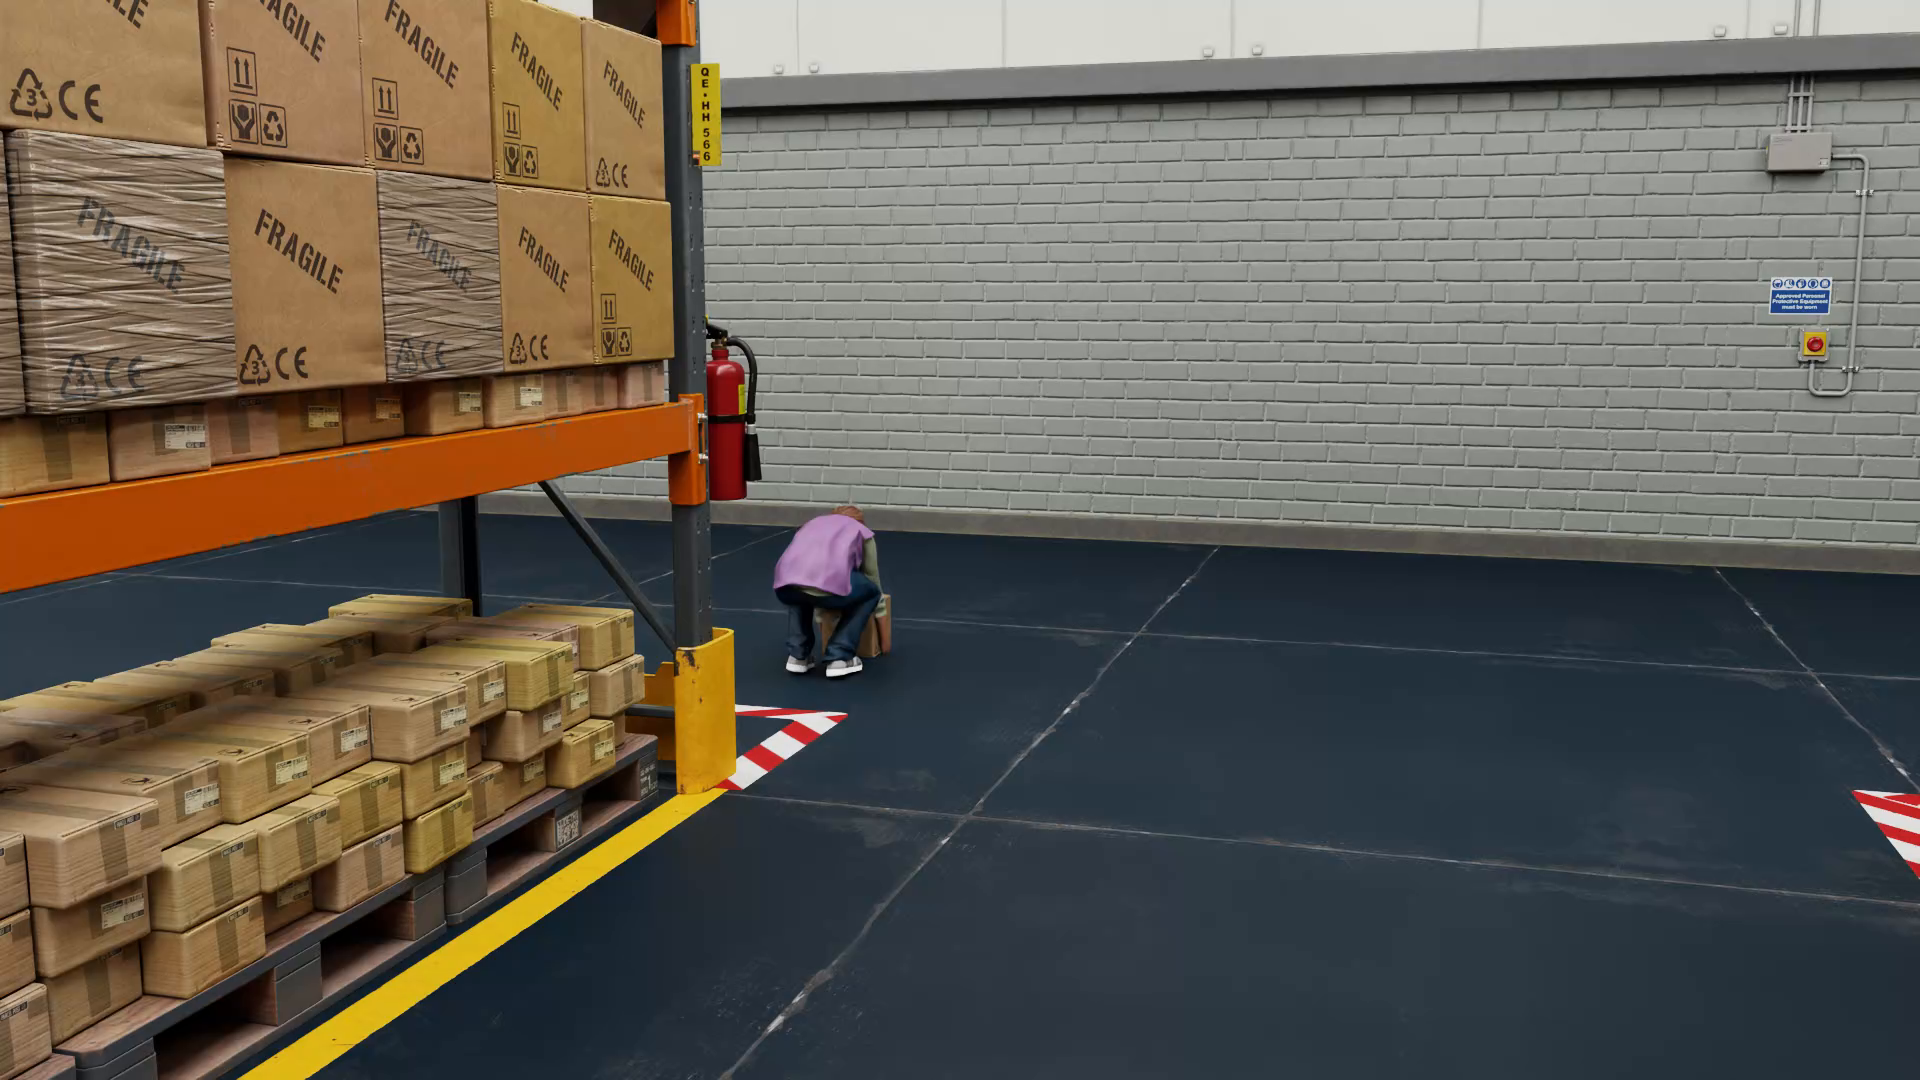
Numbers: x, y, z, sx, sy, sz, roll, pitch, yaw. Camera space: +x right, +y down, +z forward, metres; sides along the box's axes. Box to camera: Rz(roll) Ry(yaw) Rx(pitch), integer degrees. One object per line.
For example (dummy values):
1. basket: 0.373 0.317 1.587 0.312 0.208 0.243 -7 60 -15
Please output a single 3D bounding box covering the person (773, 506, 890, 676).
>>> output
1. person: -0.575 0.243 7.433 0.418 0.709 0.855 2 9 15
